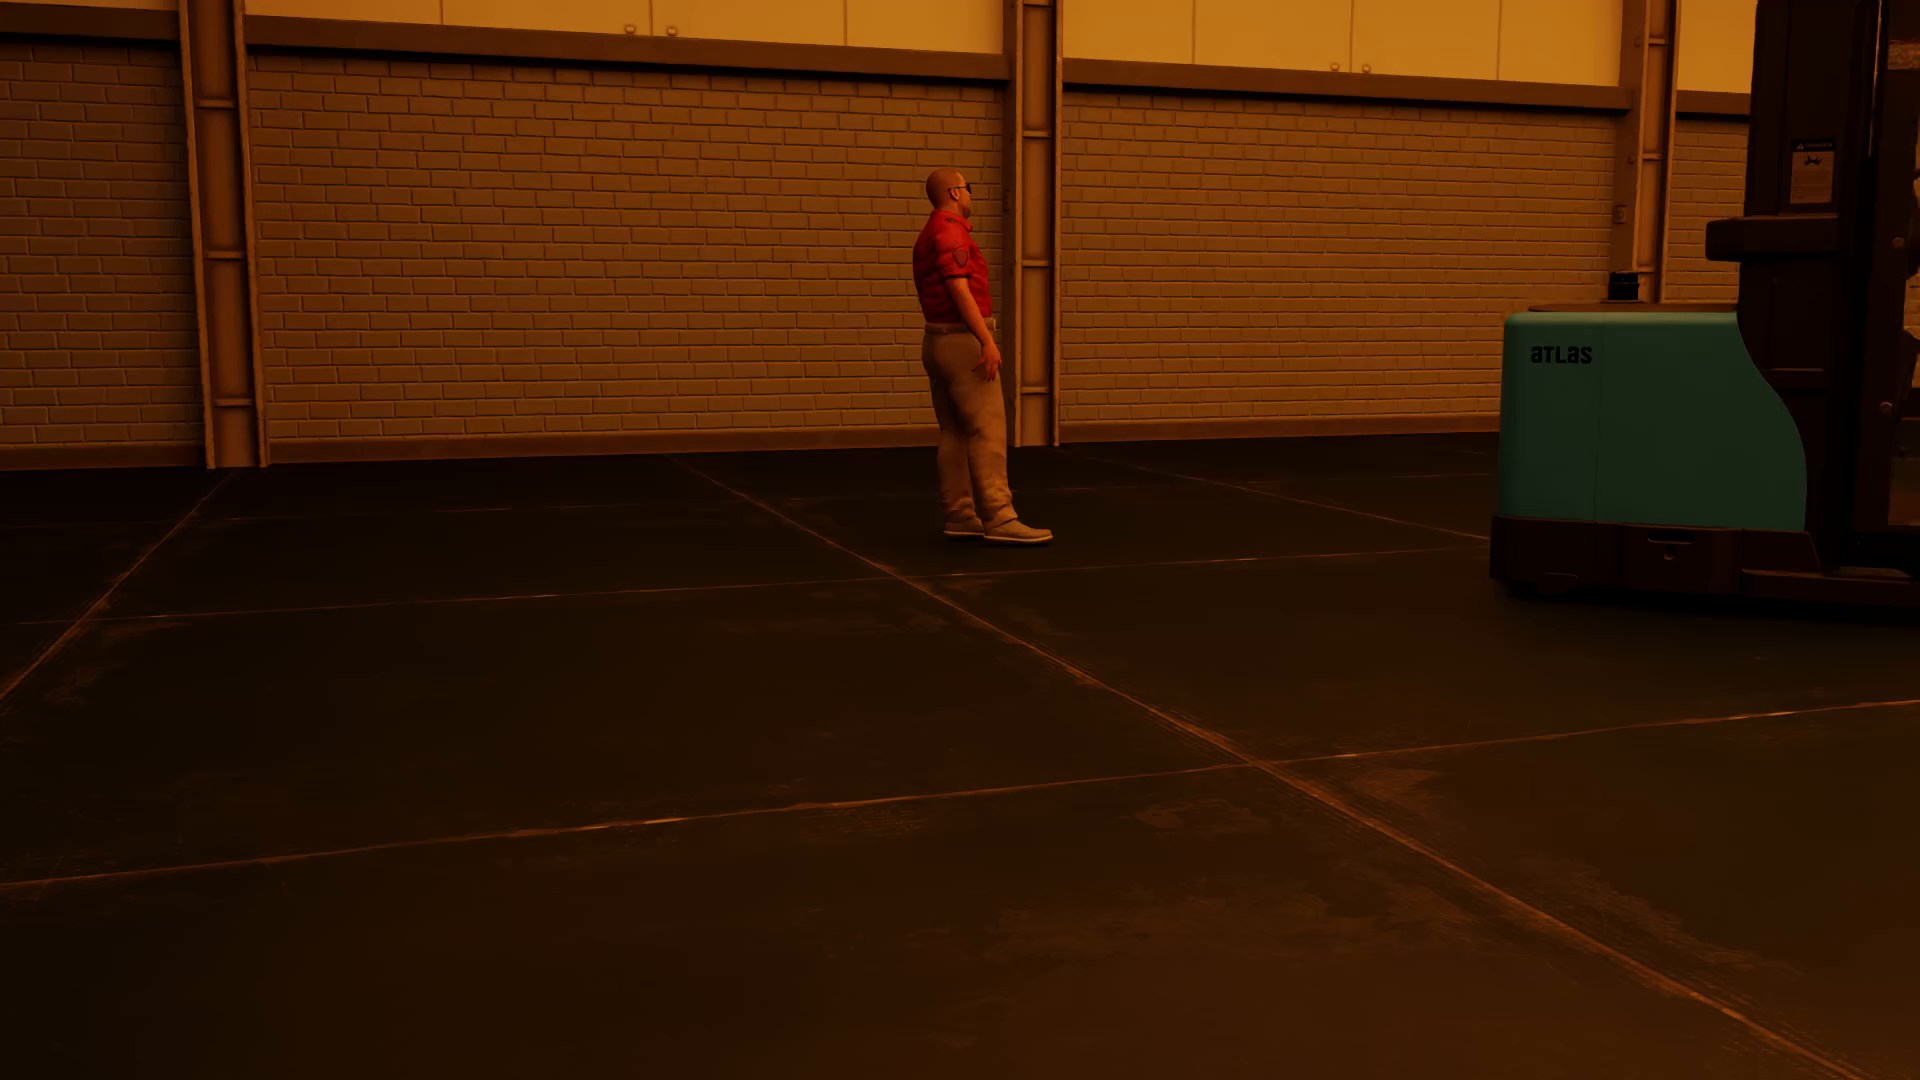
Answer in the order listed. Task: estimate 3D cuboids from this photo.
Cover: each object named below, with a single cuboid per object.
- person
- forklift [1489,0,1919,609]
[{"bbox_3d":[0.089,-0.867,7.824,0.550,1.727,0.642,-3,8,-18],"label":"person"},{"bbox_3d":[3.583,-1.209,5.937,3.031,2.935,1.130,4,9,25],"label":"forklift"}]
